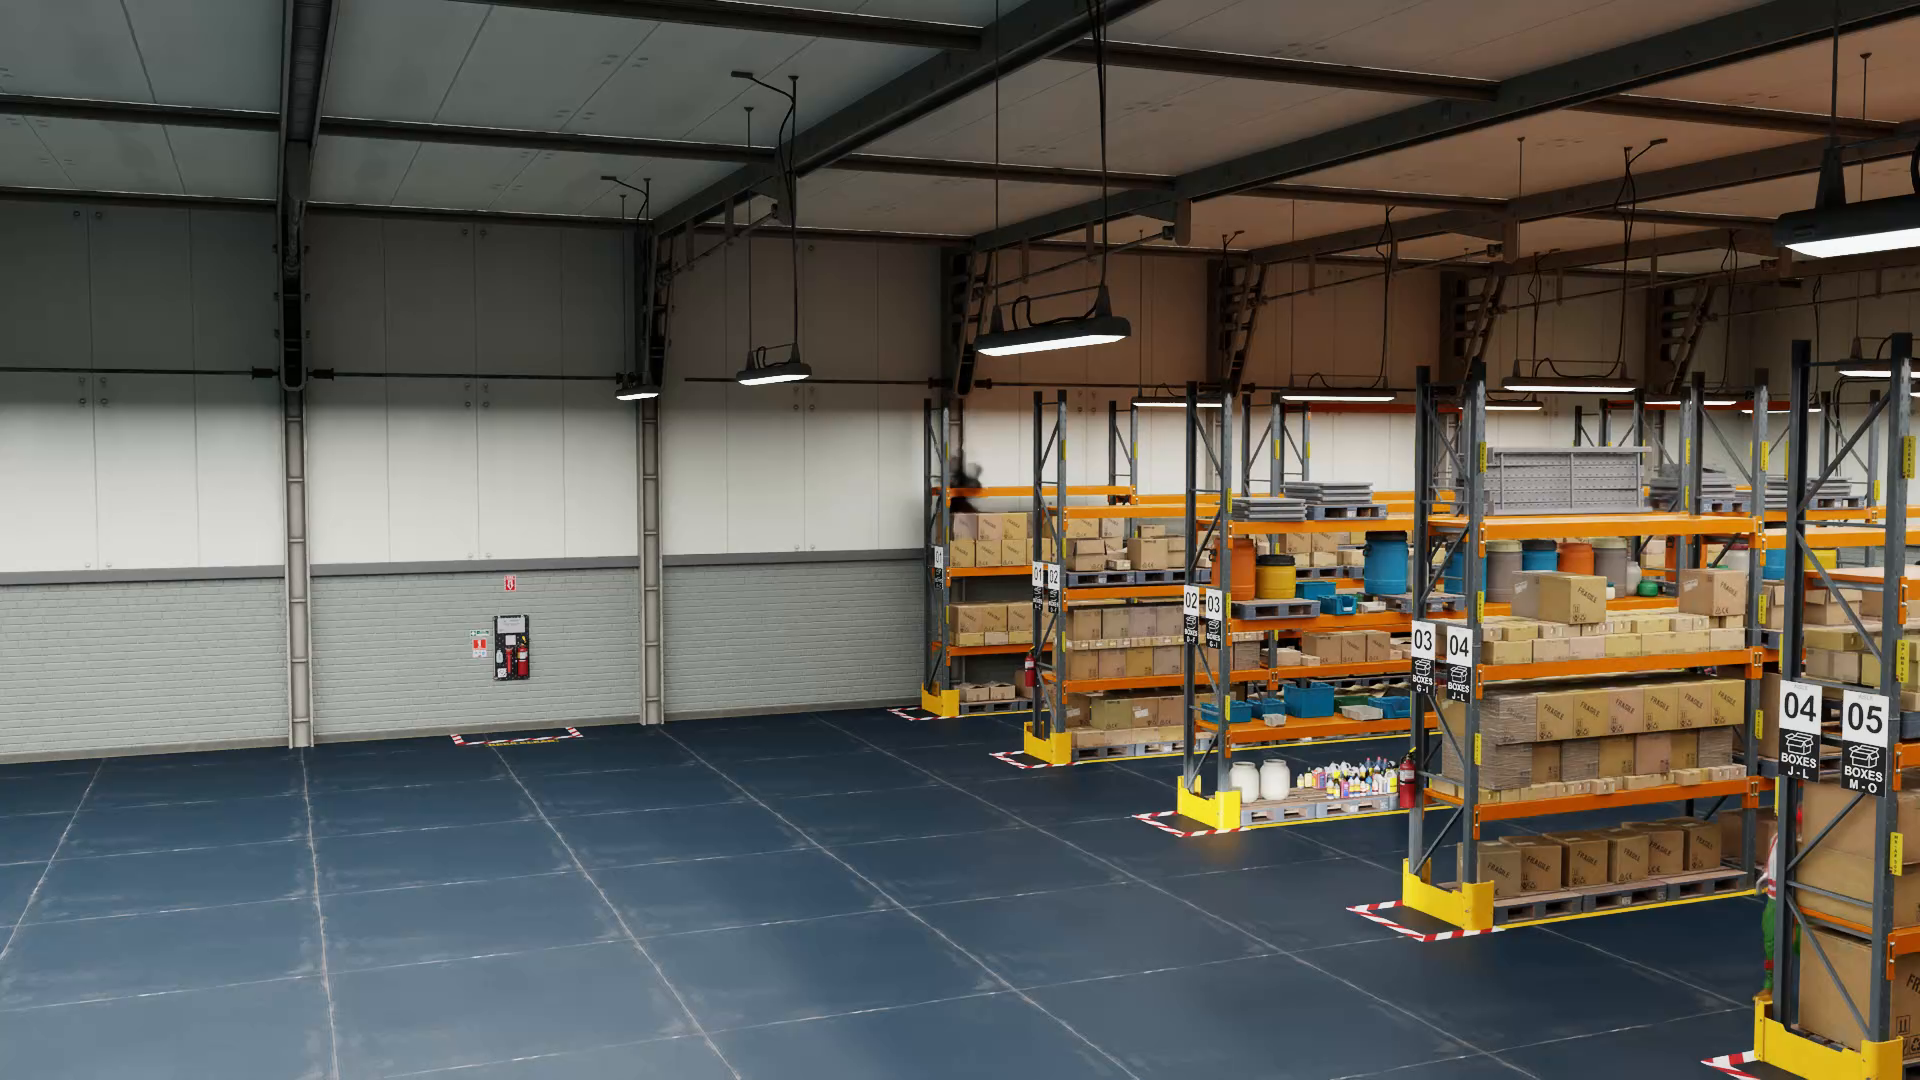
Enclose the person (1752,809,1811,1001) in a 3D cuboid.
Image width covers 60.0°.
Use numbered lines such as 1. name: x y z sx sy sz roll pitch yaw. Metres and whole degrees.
1. person: 7.700 3.353 15.402 0.884 1.777 0.680 -2 4 -27
